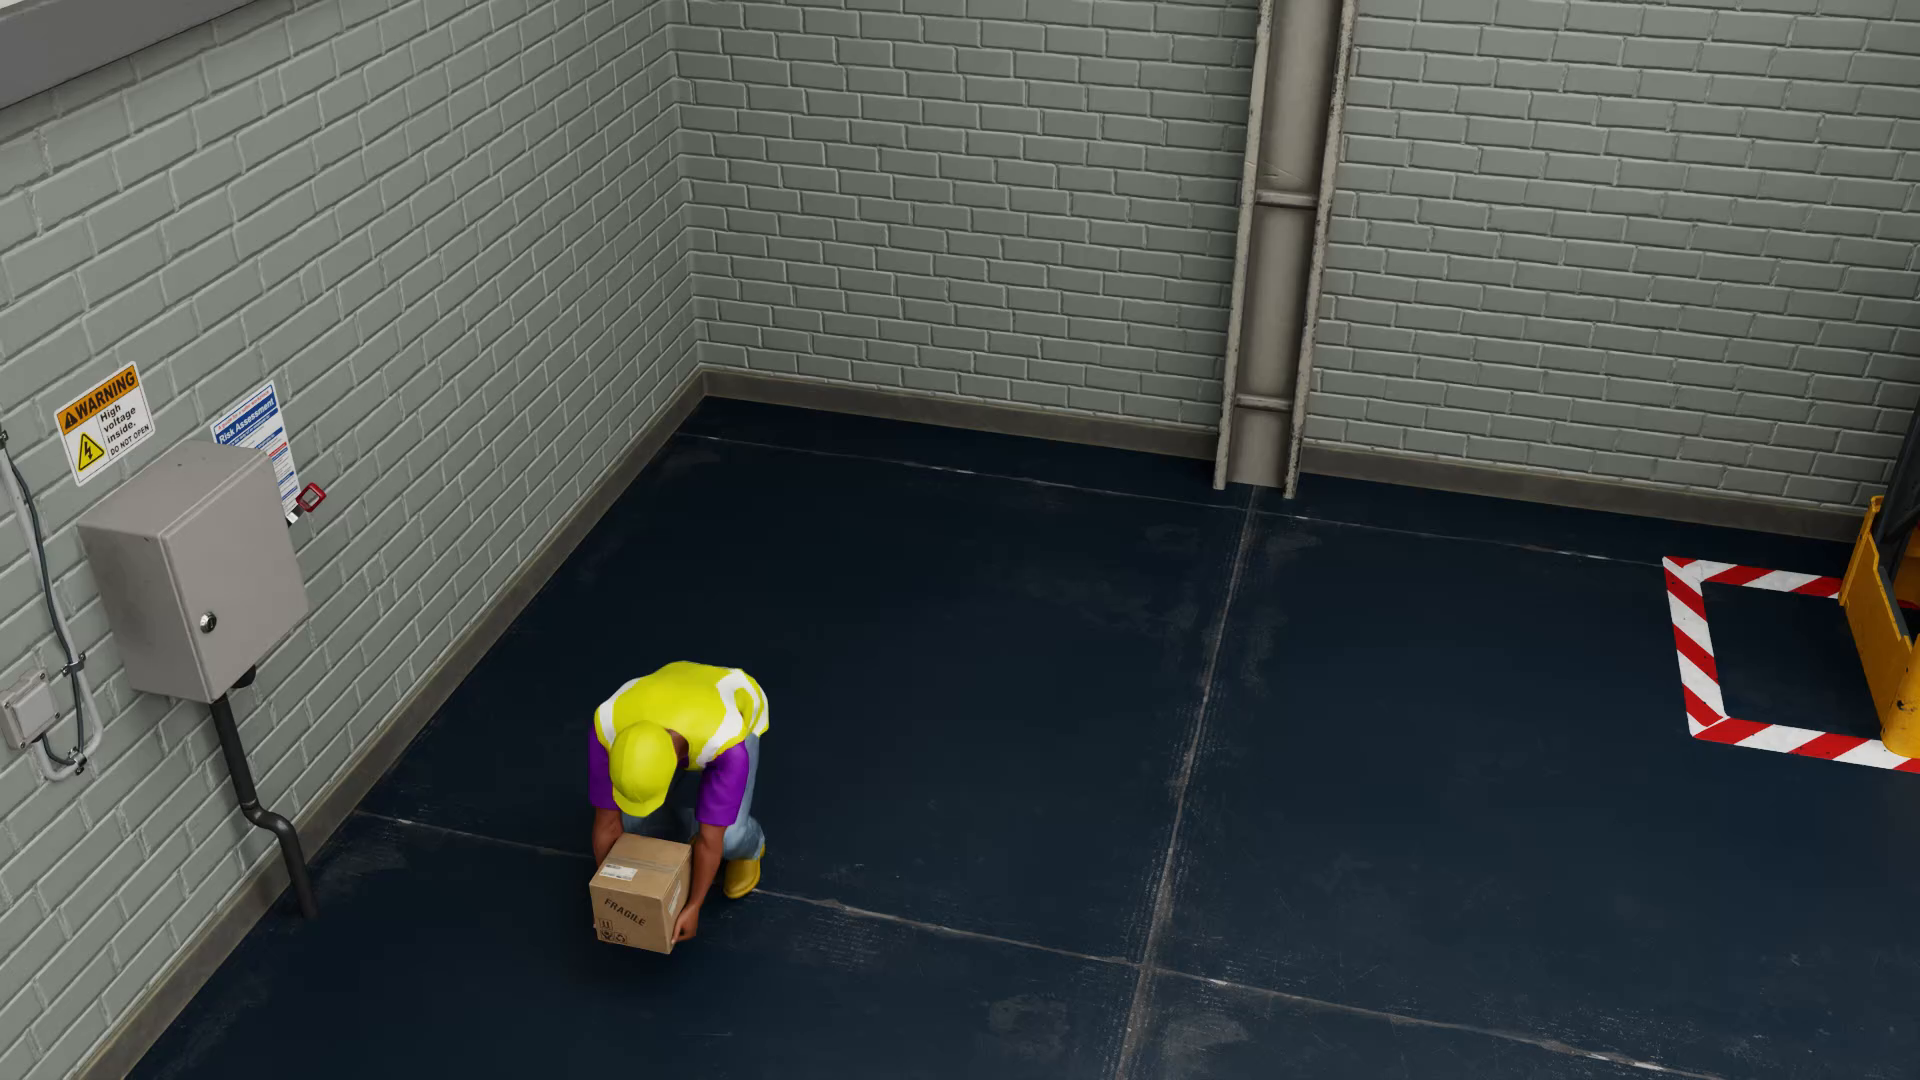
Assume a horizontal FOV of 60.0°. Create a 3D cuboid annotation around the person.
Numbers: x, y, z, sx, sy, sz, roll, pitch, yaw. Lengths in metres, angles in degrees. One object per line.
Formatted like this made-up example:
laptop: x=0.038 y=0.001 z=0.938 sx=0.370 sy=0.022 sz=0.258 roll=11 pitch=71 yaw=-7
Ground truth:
person: x=-0.911 y=0.817 z=5.550 sx=0.534 sy=1.009 sz=0.916 roll=7 pitch=33 yaw=11
